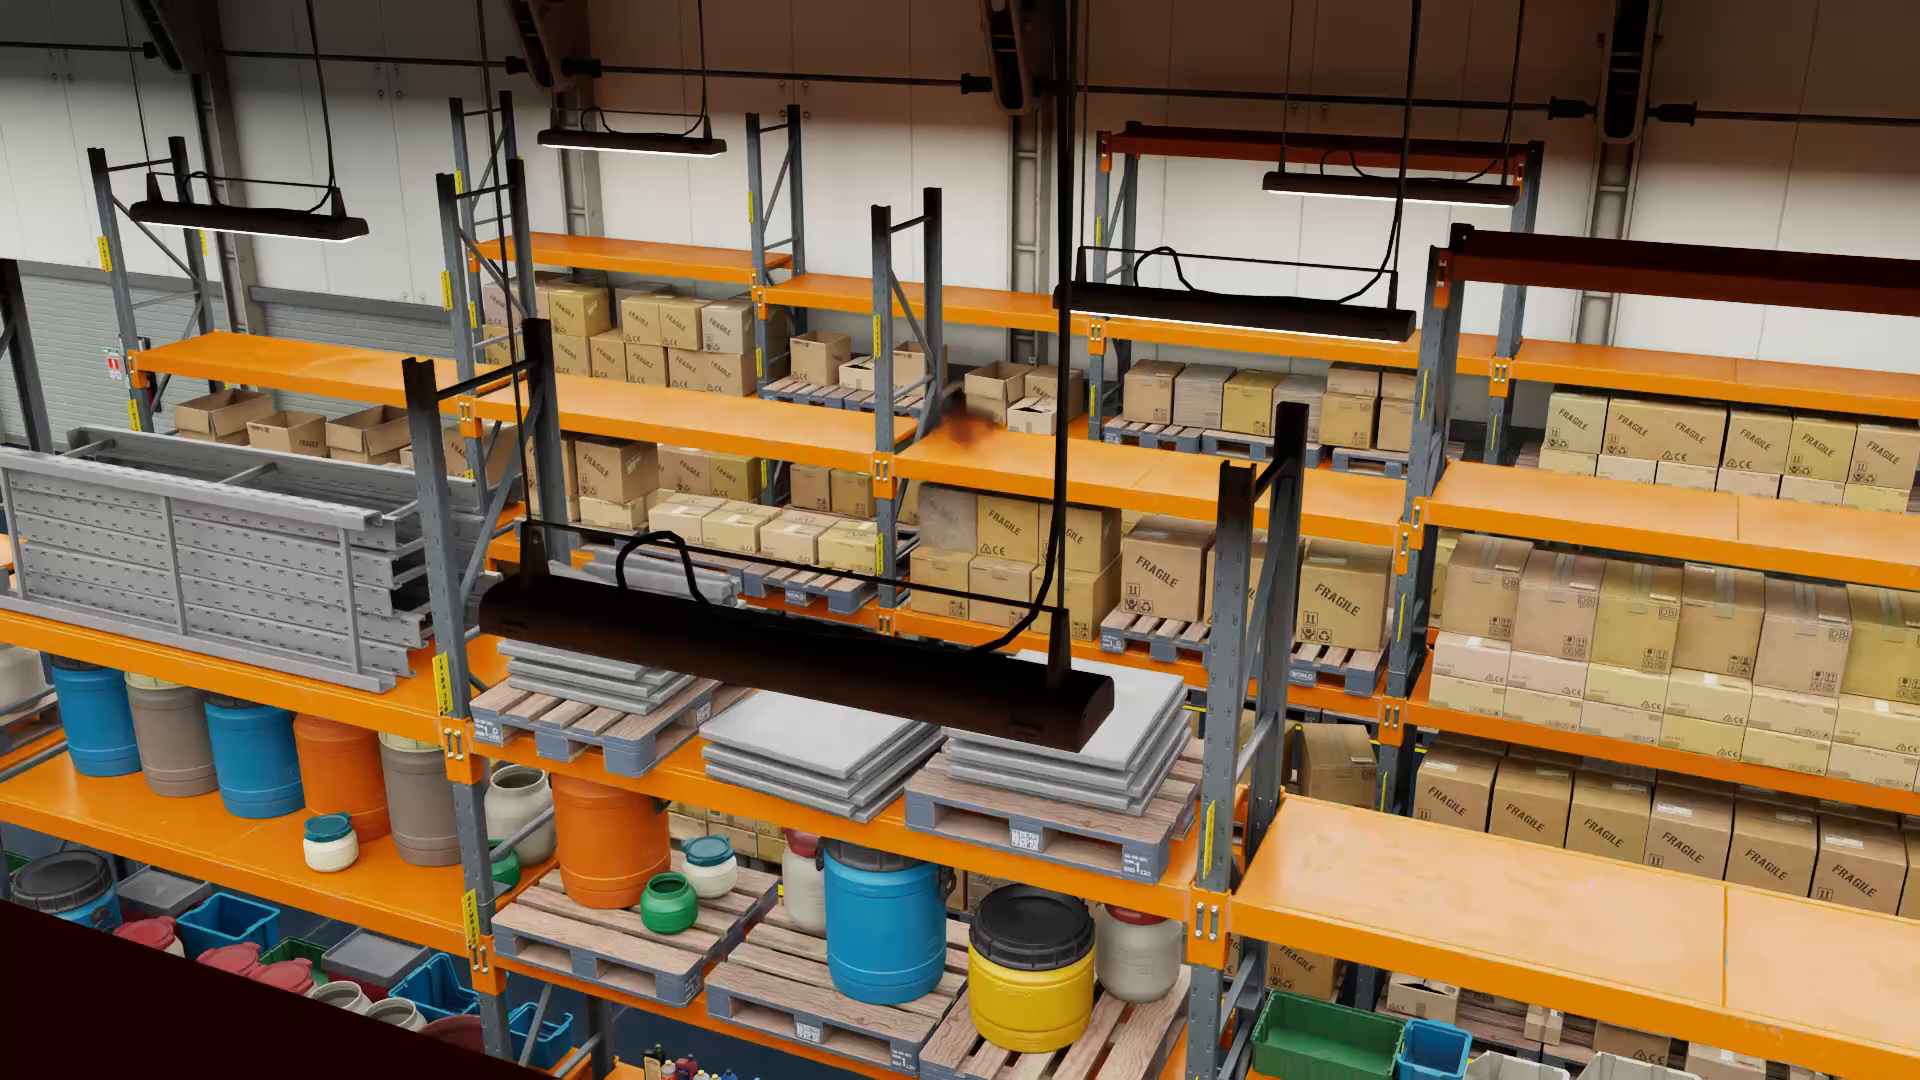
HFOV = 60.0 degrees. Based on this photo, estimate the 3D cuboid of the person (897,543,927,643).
[{"bbox_3d":[-0.461,0.870,17.839,0.560,1.779,0.461,-10,23,-25],"label":"person"}]
